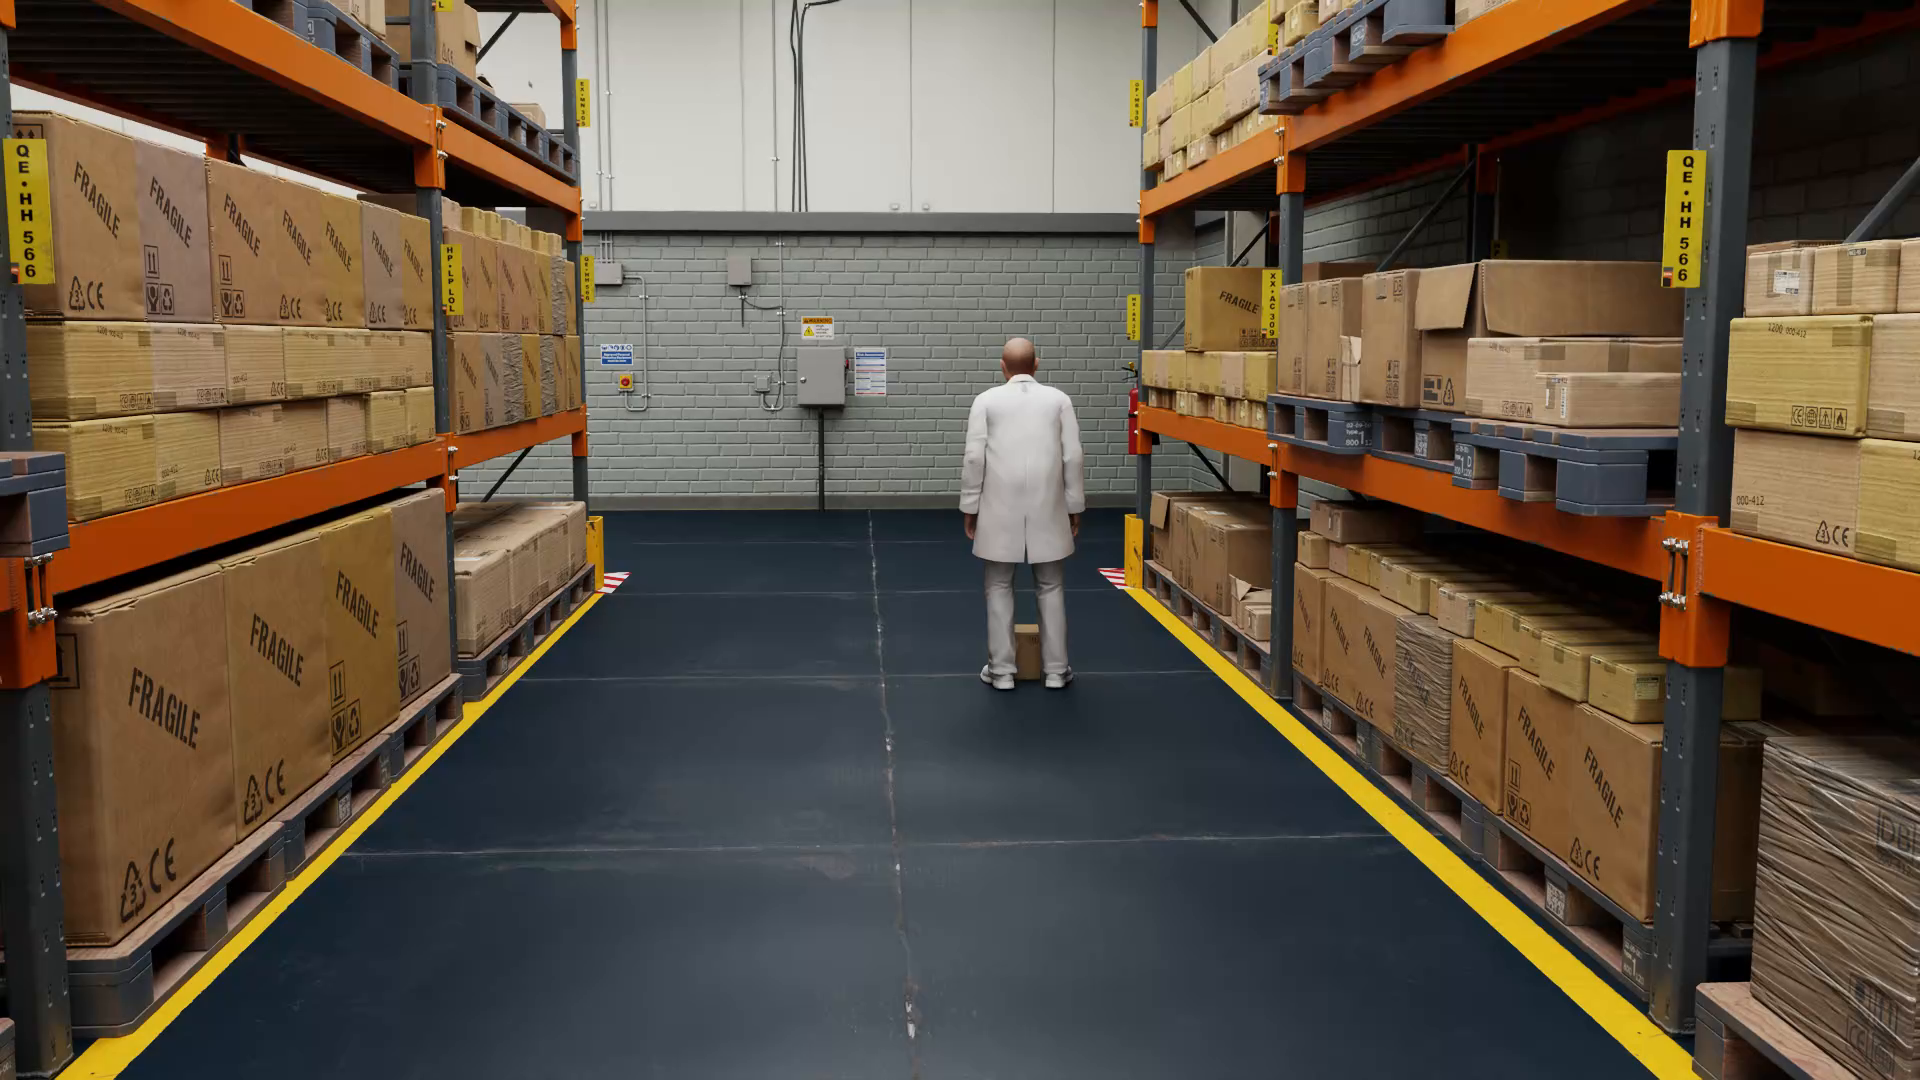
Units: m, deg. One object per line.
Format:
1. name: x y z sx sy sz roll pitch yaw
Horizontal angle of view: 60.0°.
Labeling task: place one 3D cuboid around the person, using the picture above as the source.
1. person: 0.319 -0.137 8.465 0.644 1.774 0.425 0 7 -3
